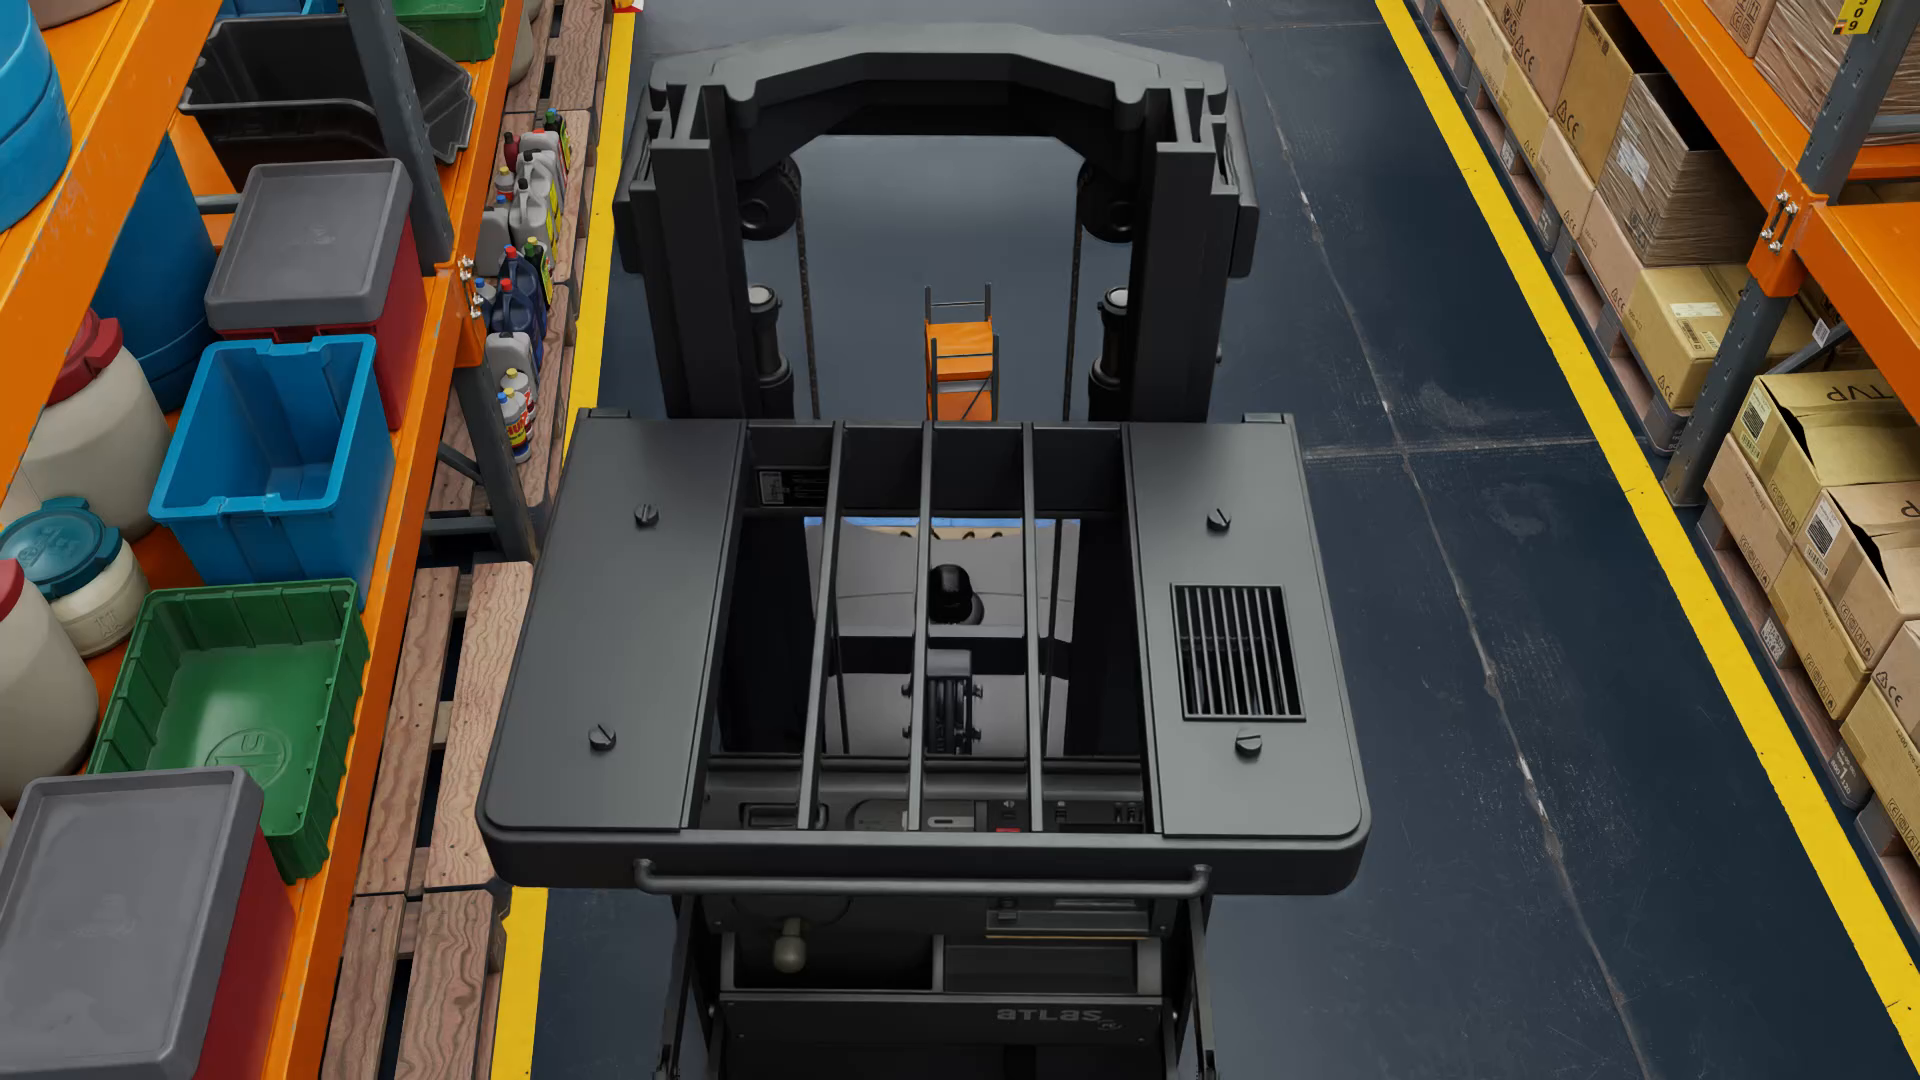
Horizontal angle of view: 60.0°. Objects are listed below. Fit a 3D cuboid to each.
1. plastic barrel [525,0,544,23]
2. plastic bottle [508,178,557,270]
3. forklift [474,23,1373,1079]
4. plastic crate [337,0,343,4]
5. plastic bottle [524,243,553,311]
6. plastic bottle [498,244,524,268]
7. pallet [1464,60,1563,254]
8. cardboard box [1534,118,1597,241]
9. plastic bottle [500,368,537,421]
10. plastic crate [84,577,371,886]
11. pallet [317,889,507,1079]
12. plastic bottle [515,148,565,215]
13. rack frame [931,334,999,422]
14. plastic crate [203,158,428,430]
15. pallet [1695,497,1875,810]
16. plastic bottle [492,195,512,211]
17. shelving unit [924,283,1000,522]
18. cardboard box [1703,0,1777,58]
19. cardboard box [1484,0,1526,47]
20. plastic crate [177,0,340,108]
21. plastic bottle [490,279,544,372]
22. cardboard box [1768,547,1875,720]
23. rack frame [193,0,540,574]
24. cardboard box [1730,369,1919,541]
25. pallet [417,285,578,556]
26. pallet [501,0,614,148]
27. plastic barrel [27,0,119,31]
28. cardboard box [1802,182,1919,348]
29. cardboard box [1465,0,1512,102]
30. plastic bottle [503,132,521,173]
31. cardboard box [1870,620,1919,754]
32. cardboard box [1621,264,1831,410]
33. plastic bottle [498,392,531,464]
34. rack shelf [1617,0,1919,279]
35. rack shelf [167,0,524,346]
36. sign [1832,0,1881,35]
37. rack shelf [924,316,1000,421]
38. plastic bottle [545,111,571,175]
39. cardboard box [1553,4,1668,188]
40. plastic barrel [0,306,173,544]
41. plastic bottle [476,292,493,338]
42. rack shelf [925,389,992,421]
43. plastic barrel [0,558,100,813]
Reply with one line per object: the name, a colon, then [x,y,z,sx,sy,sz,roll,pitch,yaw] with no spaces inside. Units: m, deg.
plastic barrel: [-2.139,-2.629,7.598,0.421,0.512,0.421,0,47,0]
plastic bottle: [-1.641,-1.211,6.352,0.144,0.351,0.185,-4,47,-4]
forklift: [-0.040,0.732,3.038,1.130,2.935,3.031,0,47,0]
plastic crate: [-2.324,-1.986,5.747,0.530,0.136,0.437,-3,47,-3]
plastic bottle: [-1.578,-1.002,6.201,0.061,0.283,0.133,-2,47,-2]
plastic bottle: [-1.655,-0.980,6.189,0.097,0.271,0.097,0,47,0]
pallet: [2.871,-1.720,7.233,1.003,0.211,1.213,-3,47,-3]
cardboard box: [2.656,-1.460,6.671,0.500,0.250,0.500,-3,47,-3]
plastic bottle: [-1.542,-0.511,5.792,0.097,0.201,0.097,0,47,0]
plastic crate: [-1.508,0.398,3.453,0.450,0.188,0.662,-3,47,-3]
pallet: [-1.726,1.492,4.191,1.003,0.211,1.213,-3,47,-3]
plastic bottle: [-1.674,-1.439,6.620,0.152,0.276,0.135,-5,47,-4]
rack frame: [0.015,-0.234,5.249,0.200,1.050,0.008,-3,47,-3]
plastic crate: [-1.590,-0.608,4.215,0.402,0.464,0.583,-3,47,-3]
pallet: [3.101,0.274,5.345,1.003,0.211,1.213,-3,47,-3]
plastic bottle: [-1.773,-1.255,6.497,0.097,0.201,0.097,0,47,0]
shelving unit: [0.004,-0.322,5.332,0.215,1.050,0.252,-3,47,-3]
cardboard box: [2.907,-1.952,5.464,0.700,0.500,0.500,-4,47,-4]
cardboard box: [2.588,-2.442,7.085,0.500,0.500,0.500,-3,47,-3]
plastic crate: [-2.299,-1.650,5.350,0.499,0.251,0.616,-3,47,-3]
plastic bottle: [-1.589,-0.767,5.932,0.144,0.351,0.185,-2,47,-2]
cardboard box: [2.829,0.262,5.040,0.500,0.250,0.500,-2,47,-2]
rack frame: [-1.935,-0.917,4.553,1.000,3.000,0.127,-3,47,-3]
cardboard box: [2.787,-0.293,5.180,0.500,0.311,0.500,-3,47,-3]
pallet: [-1.950,-0.447,6.028,1.003,0.211,1.213,-3,47,-3]
pallet: [-2.154,-2.212,7.700,1.003,0.211,1.213,-3,47,-3]
plastic barrel: [-1.622,-1.293,2.498,0.600,0.901,0.600,0,47,0]
cardboard box: [3.274,-1.027,5.745,0.500,0.500,0.500,-3,47,-3]
cardboard box: [2.576,-2.184,7.357,0.500,0.250,0.500,-3,47,-3]
plastic bottle: [-1.792,-1.536,6.706,0.061,0.283,0.133,-3,47,-3]
cardboard box: [2.868,0.444,4.482,0.500,0.311,0.500,-5,47,-5]
cardboard box: [2.744,-0.737,5.986,0.500,0.250,0.500,-3,47,-3]
plastic bottle: [-1.525,-0.388,5.627,0.097,0.271,0.097,0,47,0]
rack shelf: [2.833,-2.415,6.467,1.077,0.370,4.000,-3,47,-3]
rack shelf: [-2.103,-2.117,6.184,1.077,0.370,4.000,-3,47,-3]
sign: [2.448,-1.506,4.459,0.100,0.325,0.005,-3,47,-3]
rack shelf: [0.004,-0.510,5.134,0.215,0.259,0.240,-3,47,-3]
plastic bottle: [-1.652,-1.643,6.808,0.061,0.283,0.133,-2,47,-2]
cardboard box: [2.668,-1.719,6.400,0.500,0.500,0.500,-3,47,-3]
plastic barrel: [-2.074,-0.258,3.835,0.433,0.535,0.433,0,47,0]
plastic bottle: [-1.733,-0.758,5.924,0.144,0.351,0.185,-3,47,-3]
rack shelf: [0.004,-0.315,5.340,0.215,0.259,0.240,-3,47,-3]
plastic barrel: [-2.012,0.272,3.333,0.433,0.535,0.433,0,47,0]
